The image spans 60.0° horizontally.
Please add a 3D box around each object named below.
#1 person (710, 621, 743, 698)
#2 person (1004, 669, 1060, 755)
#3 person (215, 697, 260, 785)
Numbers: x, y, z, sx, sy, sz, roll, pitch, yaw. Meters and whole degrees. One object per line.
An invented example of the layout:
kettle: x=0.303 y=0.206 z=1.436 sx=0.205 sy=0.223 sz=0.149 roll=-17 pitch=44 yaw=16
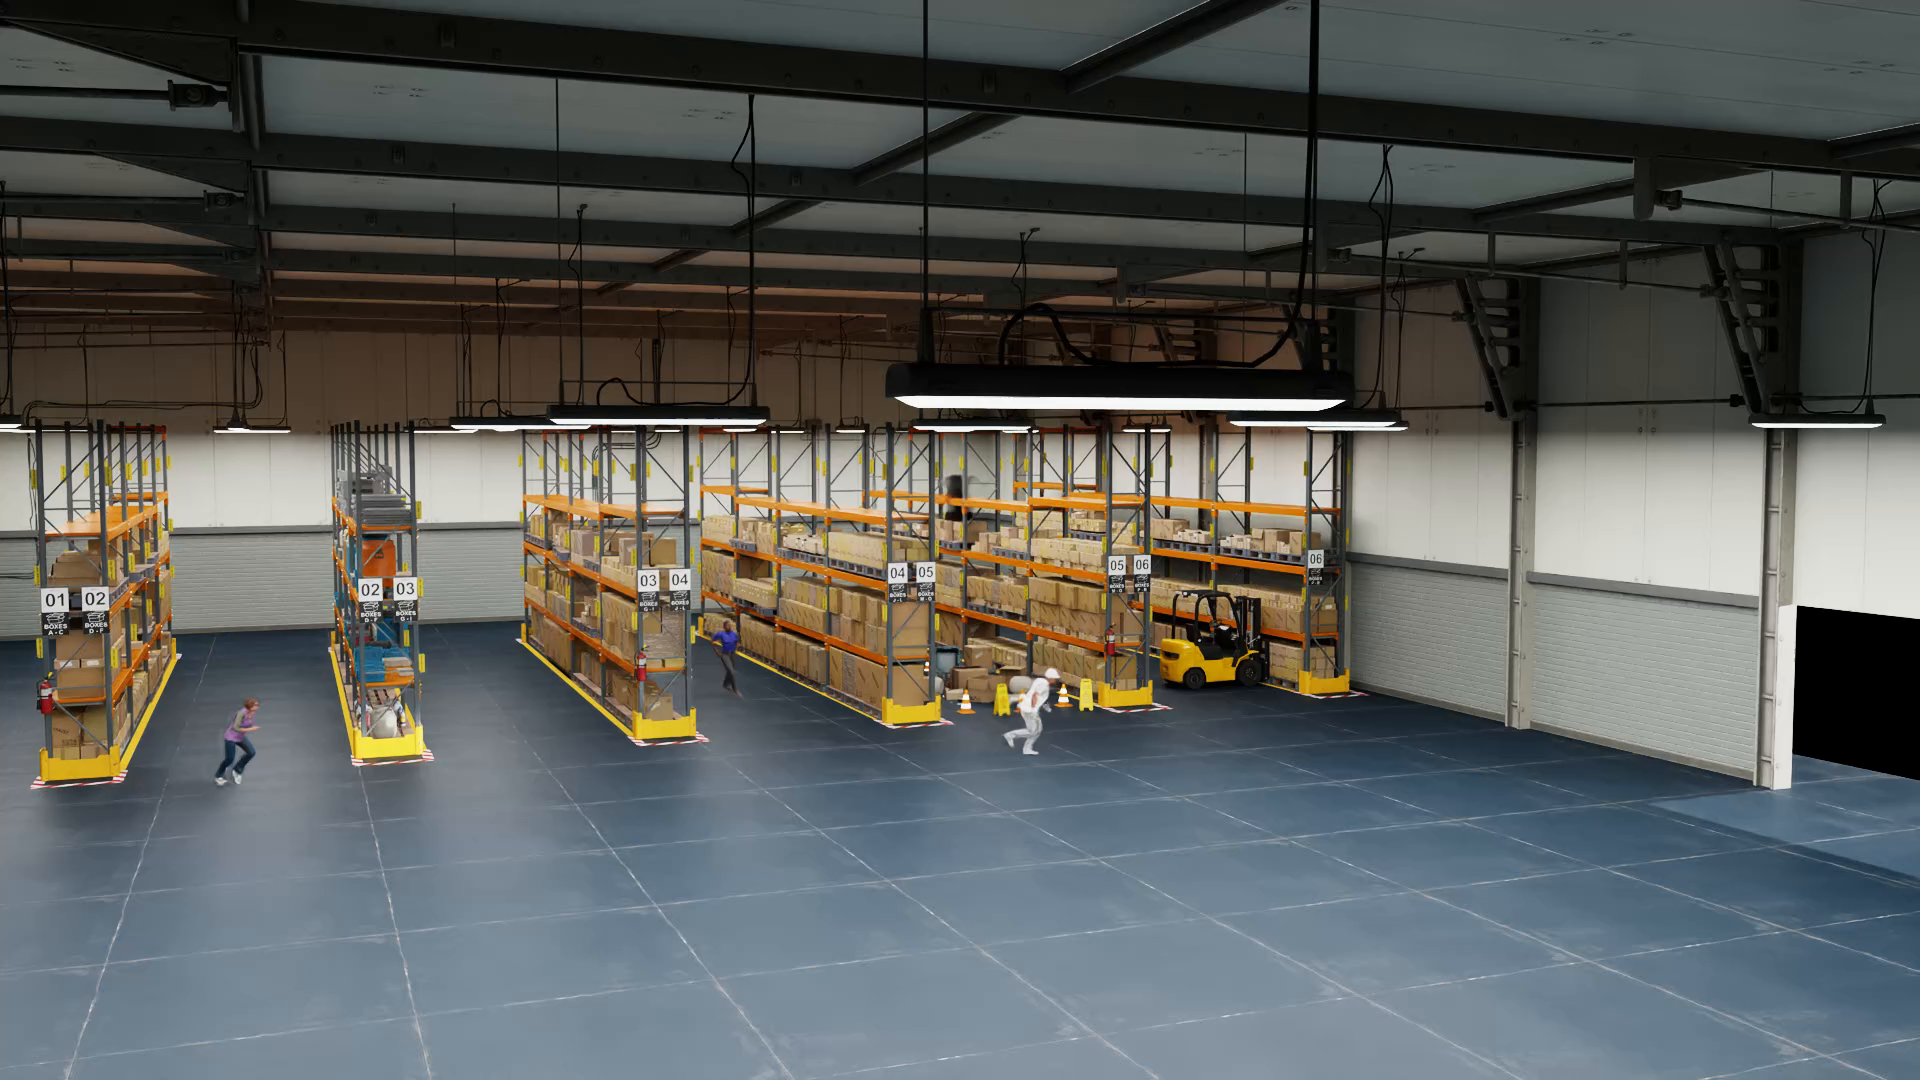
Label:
person: x=-5.127 y=2.611 z=36.643 sx=0.650 sy=1.687 sz=0.805 roll=-3 pitch=5 yaw=-40
person: x=1.290 y=3.084 z=29.784 sx=1.011 sy=1.568 sz=0.699 roll=0 pitch=4 yaw=1
person: x=-11.813 y=3.286 z=27.251 sx=0.883 sy=1.455 sz=0.576 roll=1 pitch=4 yaw=12
